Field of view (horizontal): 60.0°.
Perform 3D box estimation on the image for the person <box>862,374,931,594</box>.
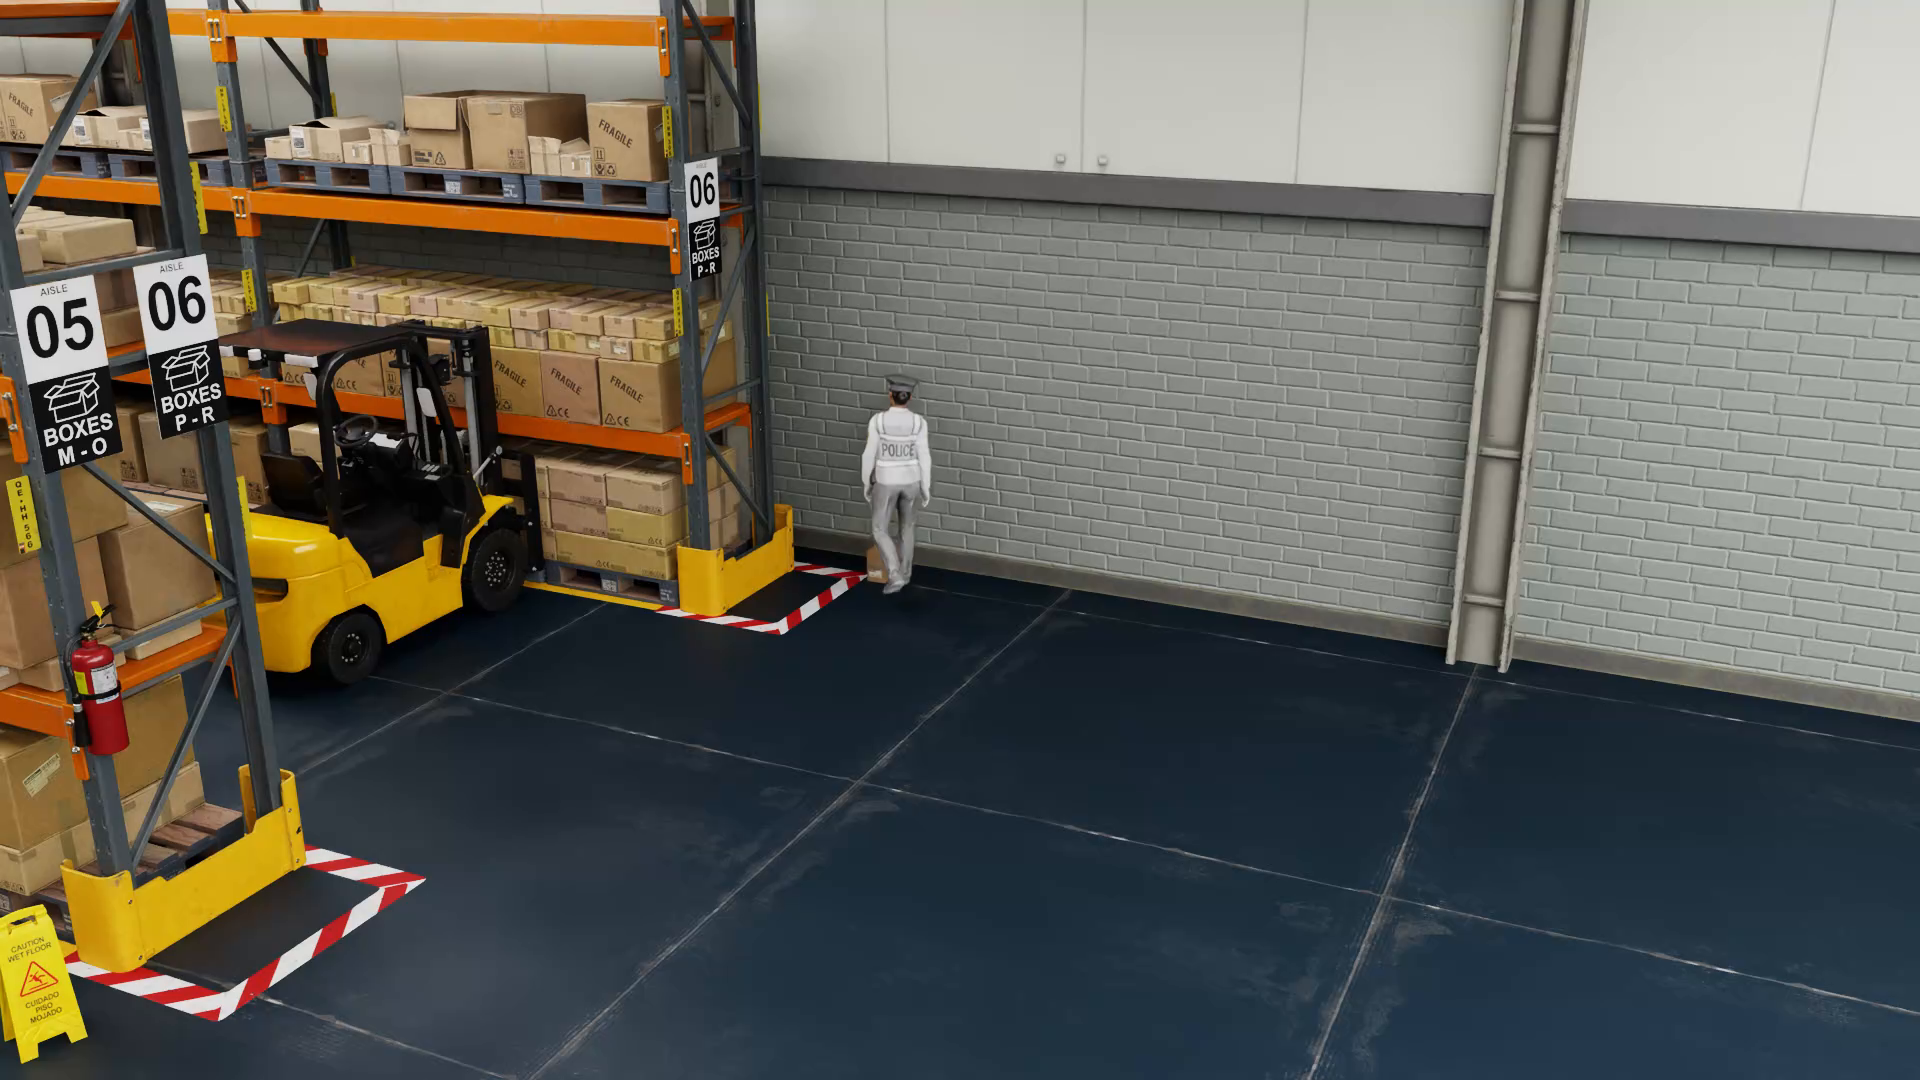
[{"bbox_3d":[-0.464,-0.398,12.171,0.497,1.639,0.789,-5,20,-13],"label":"person"}]
